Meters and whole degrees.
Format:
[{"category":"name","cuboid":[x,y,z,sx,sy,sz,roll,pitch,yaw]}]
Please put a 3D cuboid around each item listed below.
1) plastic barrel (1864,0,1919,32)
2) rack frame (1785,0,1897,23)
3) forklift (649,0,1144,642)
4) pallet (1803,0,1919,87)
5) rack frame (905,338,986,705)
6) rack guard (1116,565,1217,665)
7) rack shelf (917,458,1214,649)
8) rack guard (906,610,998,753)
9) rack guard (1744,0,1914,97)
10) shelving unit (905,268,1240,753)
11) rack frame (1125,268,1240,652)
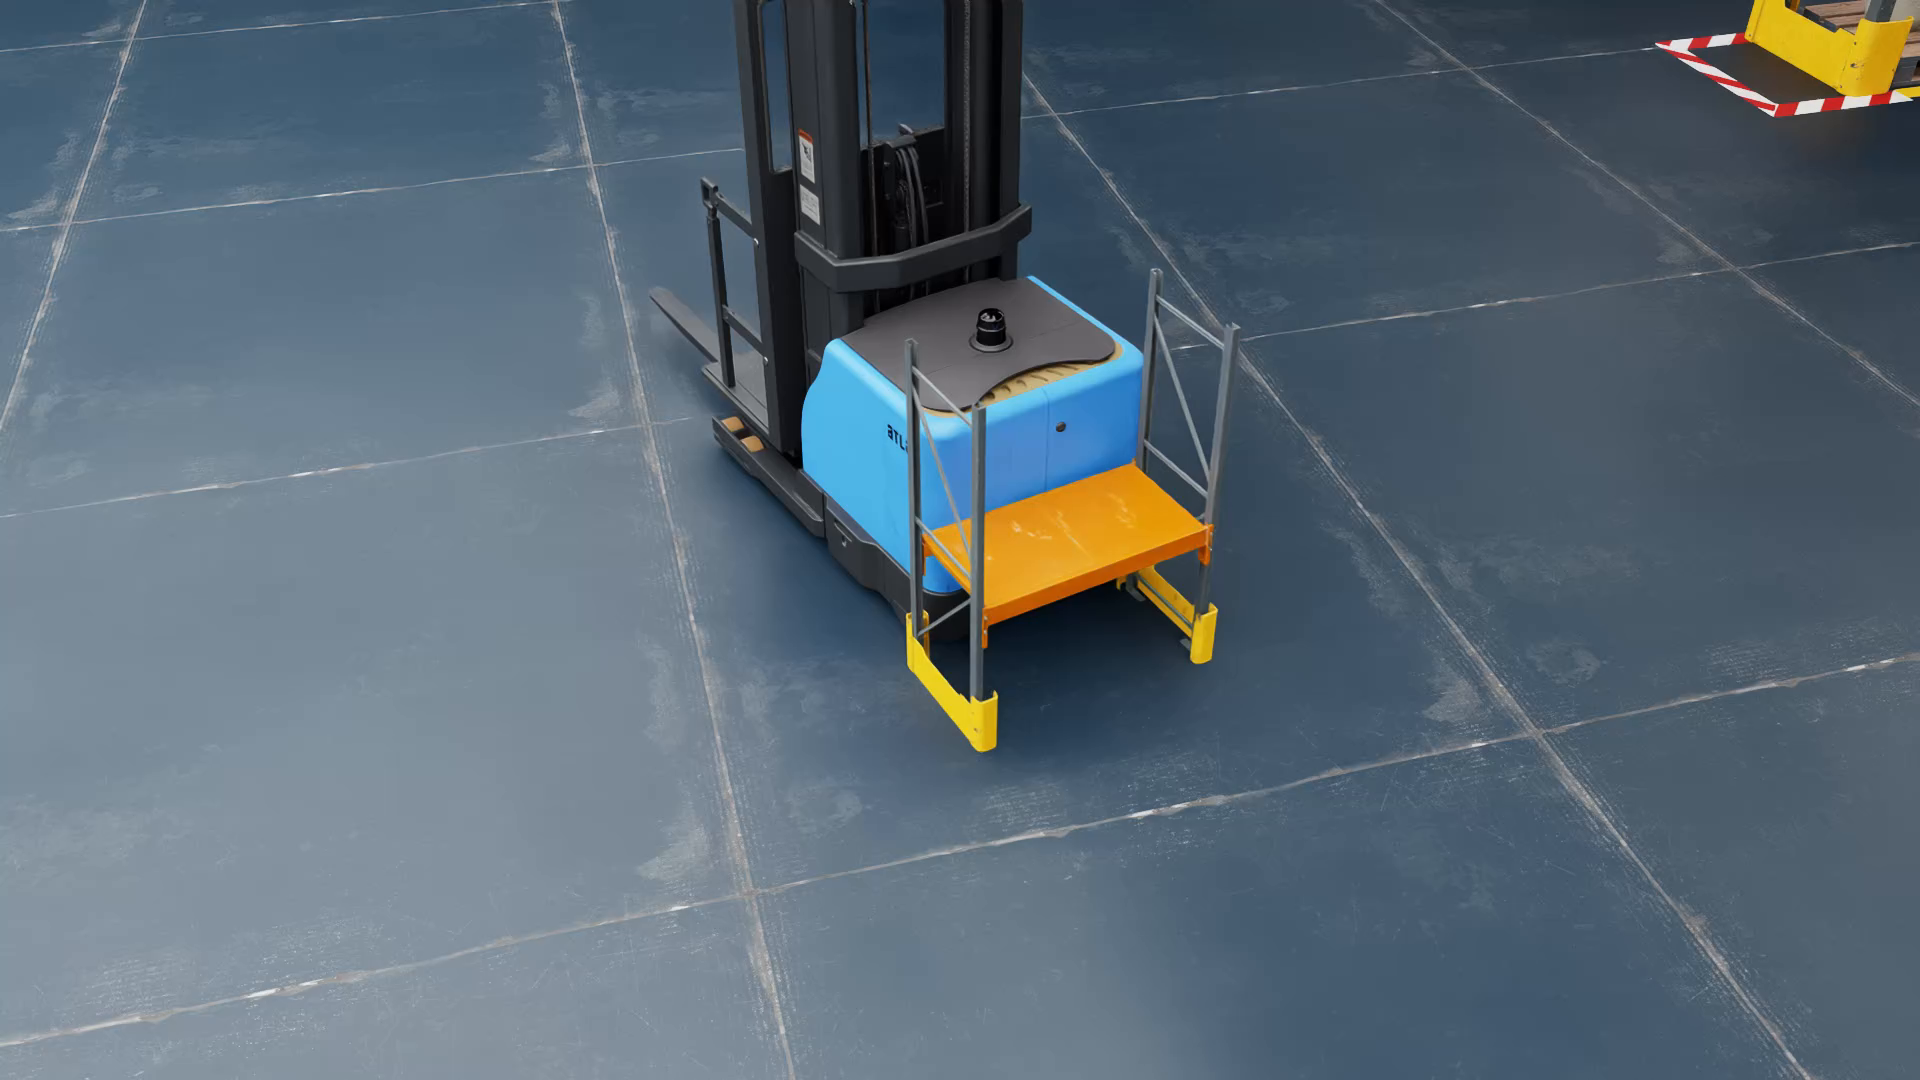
[{"category":"plastic barrel","cuboid":[6.508,-3.804,11.457,0.421,0.512,0.421,0,37,0]},{"category":"rack frame","cuboid":[5.893,-4.477,10.633,0.127,3.000,1.000,-9,38,-12]},{"category":"forklift","cuboid":[-0.494,-1.619,6.954,1.130,2.935,3.031,-22,42,-26]},{"category":"pallet","cuboid":[6.740,-3.534,11.697,1.213,0.211,1.003,-9,38,-12]},{"category":"rack frame","cuboid":[-0.052,0.042,5.961,0.032,1.500,0.500,-19,41,-23]},{"category":"rack guard","cuboid":[0.830,0.233,6.740,0.087,0.250,0.587,-19,41,-23]},{"category":"rack shelf","cuboid":[0.390,0.032,6.270,1.000,0.185,0.538,-19,41,-23]},{"category":"rack guard","cuboid":[-0.035,0.533,6.348,0.087,0.250,0.587,-19,41,-23]},{"category":"rack guard","cuboid":[5.954,-3.523,11.445,0.348,0.500,1.175,-9,38,-12]},{"category":"shelving unit","cuboid":[0.398,-0.114,6.164,1.083,1.500,0.587,-19,41,-23]},{"category":"rack frame","cuboid":[0.832,-0.264,6.360,0.032,1.500,0.500,-19,41,-23]}]
